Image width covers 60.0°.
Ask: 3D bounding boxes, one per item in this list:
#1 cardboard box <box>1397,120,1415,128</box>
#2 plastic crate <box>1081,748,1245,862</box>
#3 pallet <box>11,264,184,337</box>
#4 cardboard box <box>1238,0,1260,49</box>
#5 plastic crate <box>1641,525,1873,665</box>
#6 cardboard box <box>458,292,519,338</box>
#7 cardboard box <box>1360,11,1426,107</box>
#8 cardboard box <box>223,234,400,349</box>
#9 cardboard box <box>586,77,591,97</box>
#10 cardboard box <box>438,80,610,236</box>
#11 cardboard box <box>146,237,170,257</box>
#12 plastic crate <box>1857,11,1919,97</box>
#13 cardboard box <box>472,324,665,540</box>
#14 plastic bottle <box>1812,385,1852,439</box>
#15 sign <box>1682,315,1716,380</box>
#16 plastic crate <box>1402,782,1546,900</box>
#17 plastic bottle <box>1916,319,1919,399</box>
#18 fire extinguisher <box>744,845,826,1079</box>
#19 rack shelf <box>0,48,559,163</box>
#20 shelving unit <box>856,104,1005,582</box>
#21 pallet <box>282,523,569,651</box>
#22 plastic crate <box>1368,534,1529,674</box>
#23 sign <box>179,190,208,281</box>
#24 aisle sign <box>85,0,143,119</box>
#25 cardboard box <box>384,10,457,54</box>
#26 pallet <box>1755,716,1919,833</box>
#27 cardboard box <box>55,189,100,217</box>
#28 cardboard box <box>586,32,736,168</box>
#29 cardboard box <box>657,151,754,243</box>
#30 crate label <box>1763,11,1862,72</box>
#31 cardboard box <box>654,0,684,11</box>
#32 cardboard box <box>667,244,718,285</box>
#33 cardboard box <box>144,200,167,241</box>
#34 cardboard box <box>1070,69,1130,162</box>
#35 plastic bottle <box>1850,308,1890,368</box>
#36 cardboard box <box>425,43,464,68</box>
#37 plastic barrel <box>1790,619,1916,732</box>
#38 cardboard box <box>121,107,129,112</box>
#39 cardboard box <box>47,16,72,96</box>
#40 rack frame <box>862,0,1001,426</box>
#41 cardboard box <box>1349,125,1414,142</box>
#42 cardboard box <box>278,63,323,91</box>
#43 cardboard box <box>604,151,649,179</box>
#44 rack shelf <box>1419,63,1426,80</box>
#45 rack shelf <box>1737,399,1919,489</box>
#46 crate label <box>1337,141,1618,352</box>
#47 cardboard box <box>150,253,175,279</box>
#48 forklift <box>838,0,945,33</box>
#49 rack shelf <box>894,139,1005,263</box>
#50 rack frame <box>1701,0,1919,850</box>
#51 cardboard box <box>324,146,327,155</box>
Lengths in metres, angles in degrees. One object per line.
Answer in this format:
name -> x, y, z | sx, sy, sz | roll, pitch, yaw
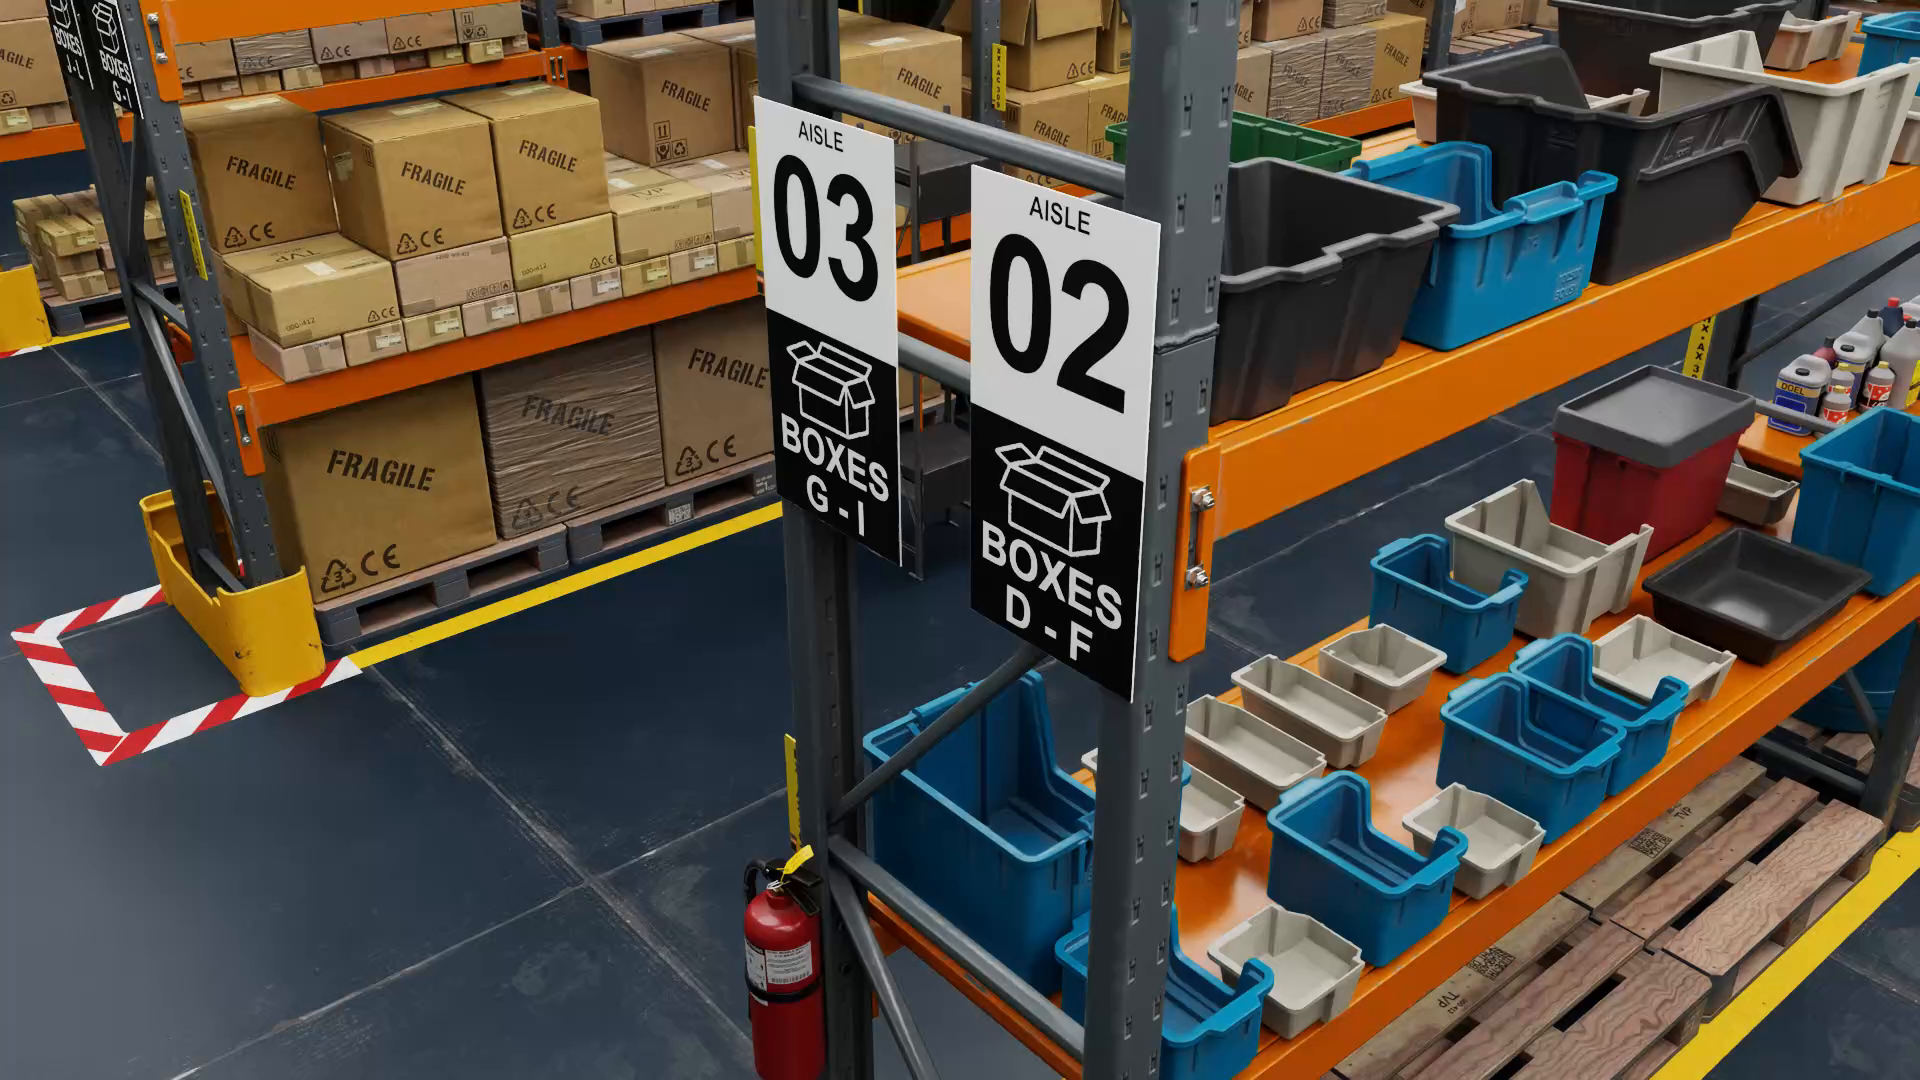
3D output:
cardboard box -> 3.370, -3.001, 12.072 | 0.500, 0.250, 0.500 | -20, 34, -33
plastic crate -> 0.512, 0.636, 4.094 | 0.243, 0.136, 0.396 | -22, 35, -35
pallet -> -5.649, -1.754, 11.308 | 1.213, 0.211, 1.003 | -22, 35, -35
cardboard box -> 1.310, -3.226, 9.933 | 0.637, 0.503, 0.797 | -21, 34, -33
plastic crate -> 2.375, 0.170, 4.977 | 0.590, 0.125, 0.437 | -22, 35, -35
cardboard box -> -2.135, -1.033, 7.266 | 0.250, 0.149, 0.380 | -23, 35, -36
cardboard box -> 2.665, -3.167, 10.888 | 0.500, 0.500, 0.500 | -21, 34, -33
cardboard box -> -2.666, -1.031, 6.839 | 0.500, 0.250, 0.500 | -23, 36, -36
cardboard box -> -2.572, -3.493, 13.015 | 0.500, 0.250, 0.500 | -24, 36, -37
cardboard box -> -1.895, -1.675, 7.250 | 0.500, 0.500, 0.500 | -23, 36, -36
cardboard box -> -5.409, -2.022, 11.115 | 0.250, 0.149, 0.380 | -21, 35, -34
plastic crate -> 2.566, -1.219, 4.344 | 0.300, 0.233, 0.416 | -22, 35, -35
cardboard box -> -2.079, -0.666, 8.123 | 0.875, 0.875, 0.875 | -22, 35, -35
plastic bottle -> 3.237, -0.473, 6.163 | 0.097, 0.201, 0.097 | 0, 28, 0
sign -> 2.696, -0.683, 6.052 | 0.005, 0.325, 0.100 | -22, 35, -35
plastic crate -> 1.224, 0.717, 3.942 | 0.298, 0.136, 0.250 | -22, 35, -35
plastic bottle -> 3.773, -0.745, 6.514 | 0.185, 0.351, 0.144 | -22, 35, -35
fire extinguisher -> -0.401, 0.942, 3.782 | 0.183, 0.674, 0.296 | -22, 35, -35
rack shelf -> -4.827, -3.019, 11.481 | 4.000, 0.370, 1.077 | -22, 35, -35
shelving unit -> -0.126, -0.875, 7.660 | 0.503, 2.100, 0.431 | -22, 35, -35
pallet -> -2.648, 0.042, 7.948 | 1.213, 0.211, 1.003 | -22, 35, -35
plastic crate -> 1.405, 0.188, 4.830 | 0.300, 0.233, 0.416 | -22, 35, -35
sign -> -2.850, -1.131, 6.182 | 0.005, 0.325, 0.100 | -22, 35, -35
aisle sign -> -3.066, -1.932, 5.925 | 0.004, 0.787, 0.394 | -22, 35, -35
cardboard box -> -3.886, -3.716, 11.600 | 0.500, 0.500, 0.500 | -23, 36, -36
pallet -> 3.666, 0.646, 6.818 | 1.213, 0.211, 1.003 | -22, 35, -35
cardboard box -> -5.882, -2.224, 11.177 | 0.250, 0.149, 0.380 | -21, 35, -34
cardboard box -> -1.466, -2.171, 8.179 | 0.500, 0.500, 0.500 | -23, 36, -36
cardboard box -> -1.109, -1.660, 8.017 | 0.500, 0.250, 0.500 | -21, 35, -34
crate label -> 2.492, -1.524, 5.016 | 0.466, 0.136, 0.293 | -22, 35, -35
cardboard box -> -2.307, -4.141, 12.636 | 0.250, 0.149, 0.380 | -22, 35, -35
cardboard box -> -1.354, -1.347, 7.854 | 0.250, 0.149, 0.380 | -21, 35, -34
cardboard box -> -5.323, -2.112, 10.968 | 0.250, 0.149, 0.380 | -22, 35, -35
cardboard box -> 0.731, -2.388, 9.431 | 0.500, 0.500, 0.500 | -22, 35, -35
plastic bottle -> 3.539, -0.740, 6.505 | 0.185, 0.351, 0.144 | -22, 35, -35
cardboard box -> -3.738, -3.488, 11.861 | 0.250, 0.149, 0.380 | -20, 34, -33
plastic barrel -> 3.477, 0.217, 6.443 | 0.708, 0.901, 0.600 | -22, 35, -35
cardboard box -> -5.375, -2.880, 10.723 | 0.250, 0.149, 0.380 | -20, 34, -33
cardboard box -> -5.437, -3.111, 10.468 | 0.500, 0.500, 0.500 | -22, 35, -35
rack frame -> -0.163, -2.139, 9.070 | 0.127, 3.000, 1.000 | -22, 35, -35
cardboard box -> 2.342, -2.407, 11.381 | 0.875, 0.875, 1.225 | -24, 36, -37
cardboard box -> -4.513, -3.162, 11.252 | 0.250, 0.149, 0.380 | -21, 35, -34
cardboard box -> -1.843, -1.696, 8.084 | 0.500, 0.250, 0.500 | -22, 35, -35
rack shelf -> 4.402, -3.657, 12.675 | 4.000, 0.370, 1.077 | -22, 35, -35
rack shelf -> 4.573, -0.658, 7.062 | 4.000, 0.370, 1.077 | -22, 35, -35
crate label -> 0.920, -0.563, 3.097 | 0.502, 0.251, 0.408 | -22, 35, -35
cardboard box -> -5.412, -1.886, 11.176 | 0.250, 0.149, 0.380 | -21, 35, -34
forklift -> -0.284, -3.263, 11.245 | 3.031, 2.935, 1.130 | -24, 37, -38
rack shelf -> -0.126, -1.481, 7.337 | 0.480, 0.518, 0.431 | -22, 35, -35
rack frame -> 3.052, -0.363, 5.747 | 0.127, 3.000, 1.000 | -22, 35, -35
cardboard box -> -4.541, -2.813, 12.279 | 0.250, 0.149, 0.380 | -21, 35, -34
